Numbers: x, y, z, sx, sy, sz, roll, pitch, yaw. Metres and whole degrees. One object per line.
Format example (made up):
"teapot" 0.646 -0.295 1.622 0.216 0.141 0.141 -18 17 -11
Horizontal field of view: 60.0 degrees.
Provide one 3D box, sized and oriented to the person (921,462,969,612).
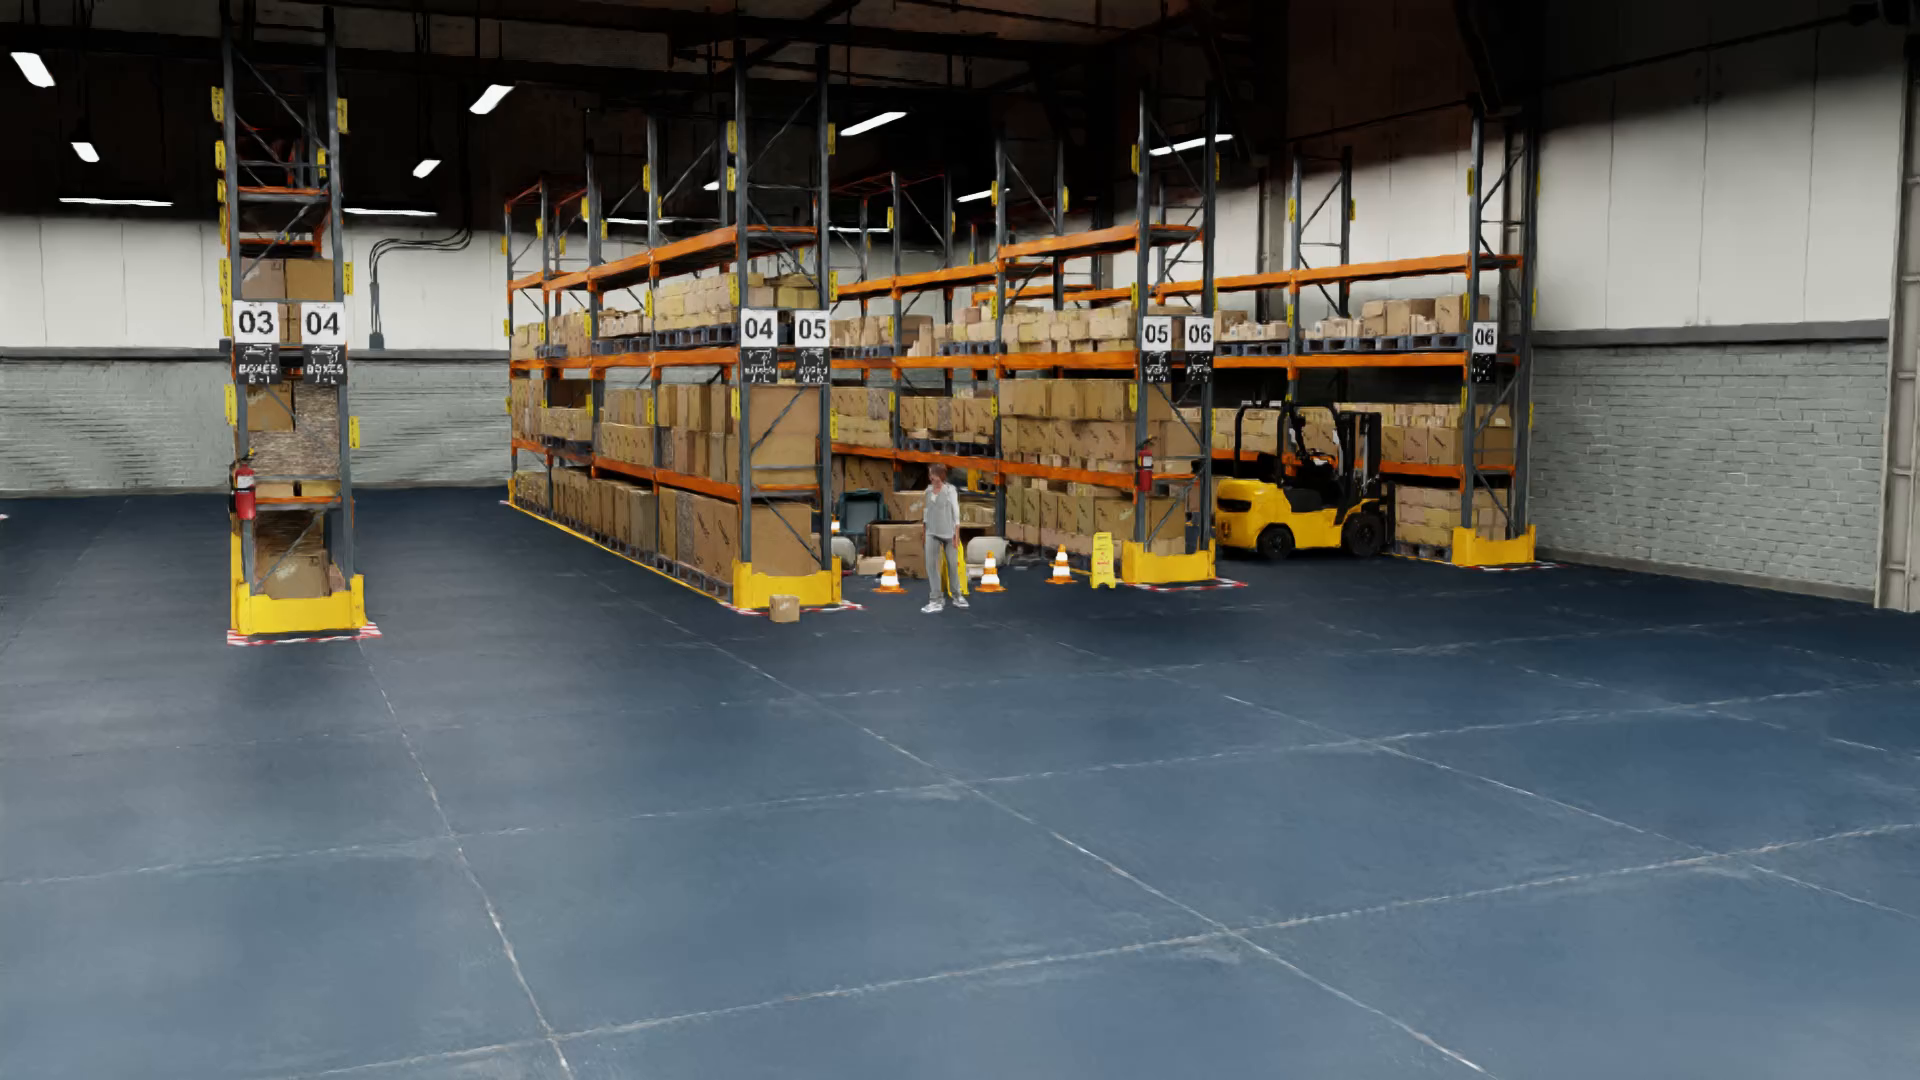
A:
"person" -0.187 -0.045 17.692 0.498 1.589 0.561 3 6 26
